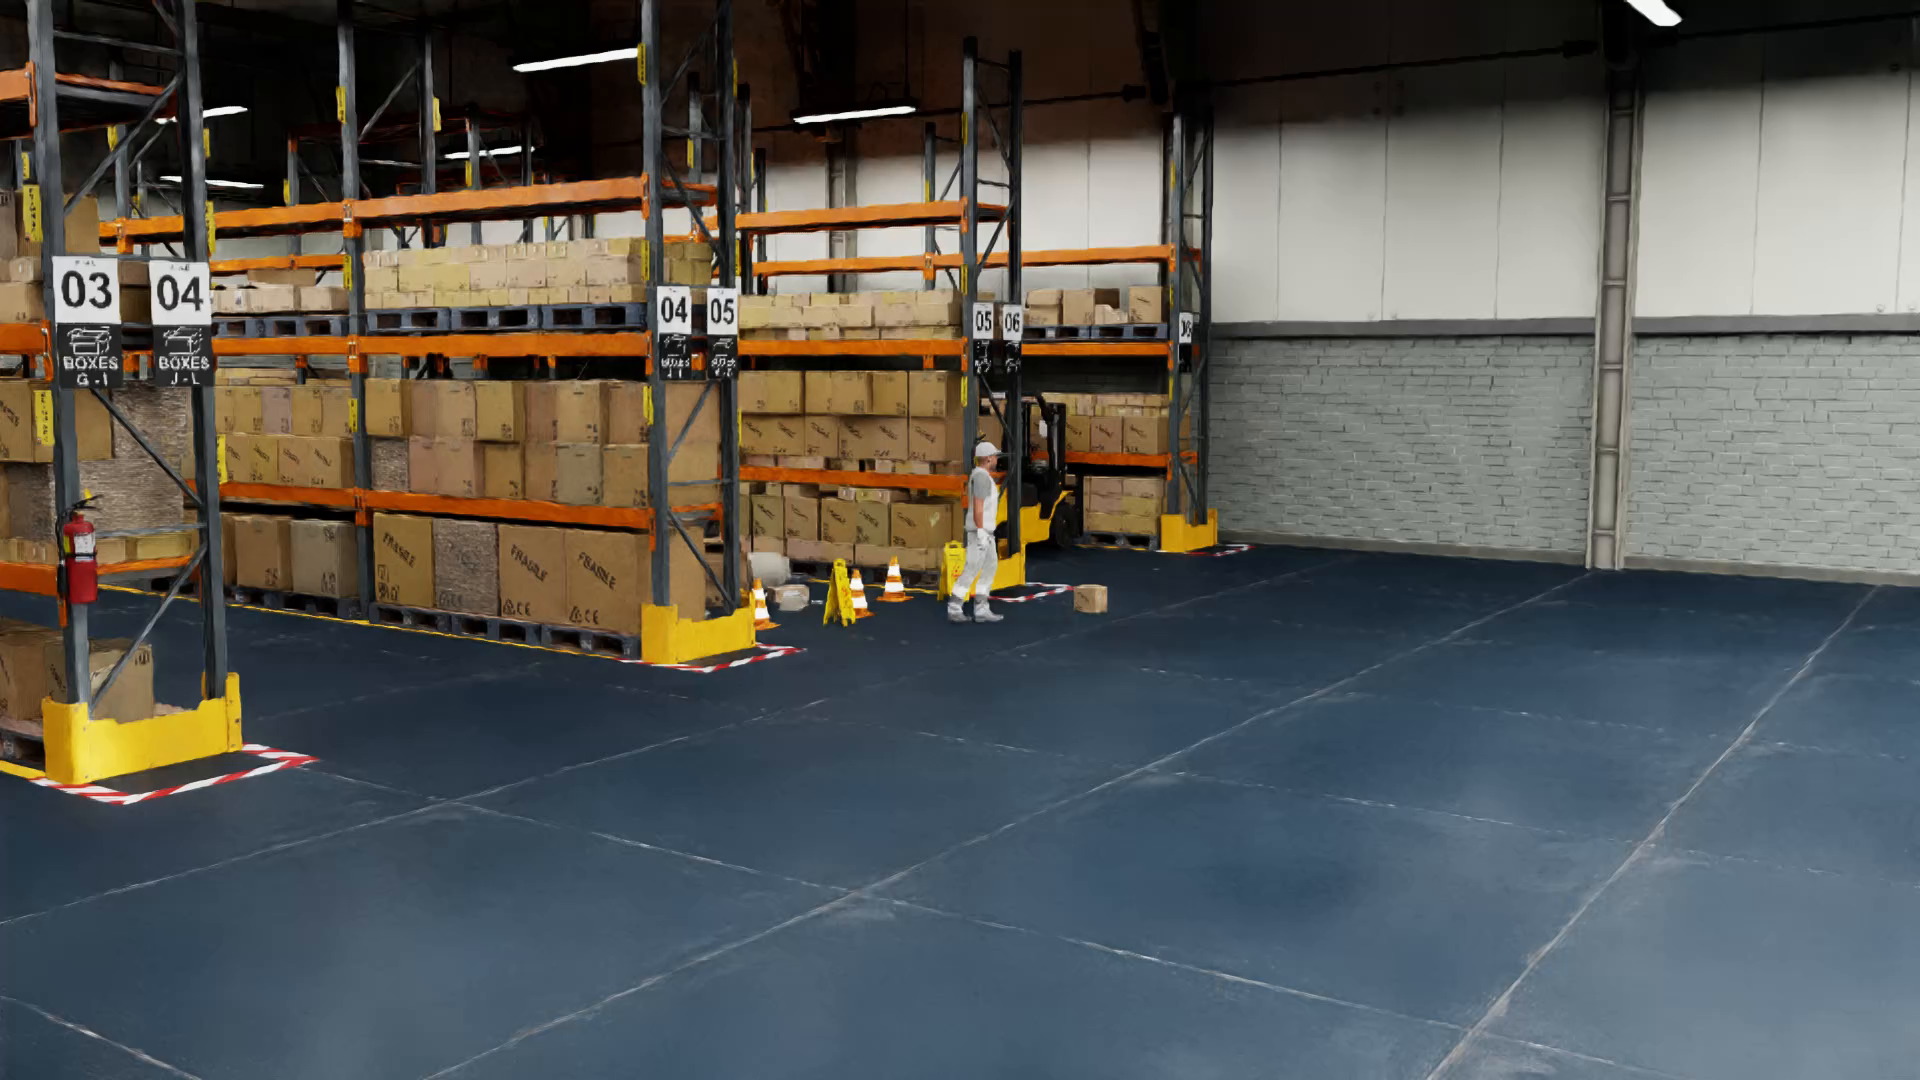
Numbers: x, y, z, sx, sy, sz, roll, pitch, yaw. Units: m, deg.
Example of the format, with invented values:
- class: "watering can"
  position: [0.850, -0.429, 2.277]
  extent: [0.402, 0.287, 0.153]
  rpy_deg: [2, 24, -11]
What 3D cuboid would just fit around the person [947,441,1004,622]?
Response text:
- class: "person"
  position: [0.154, -0.078, 16.357]
  extent: [0.562, 1.777, 0.580]
  rpy_deg: [0, 6, 2]
